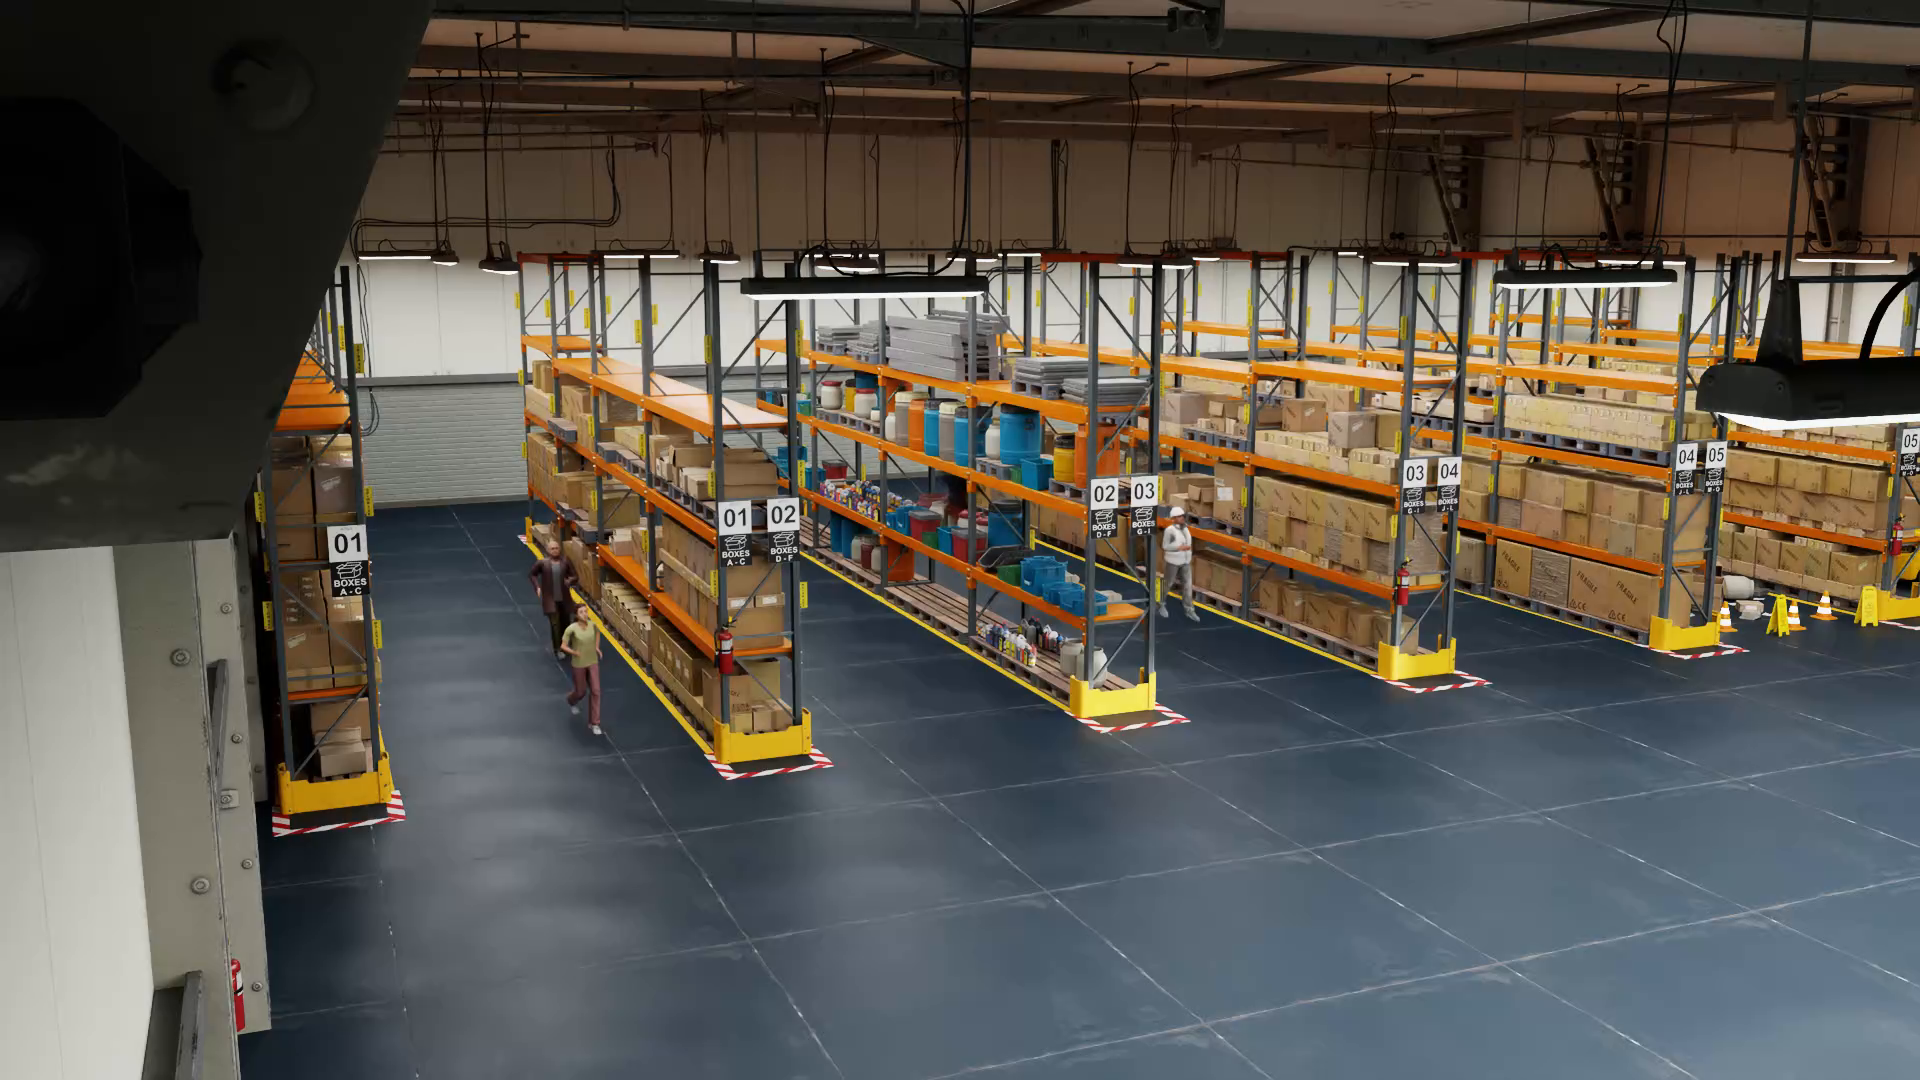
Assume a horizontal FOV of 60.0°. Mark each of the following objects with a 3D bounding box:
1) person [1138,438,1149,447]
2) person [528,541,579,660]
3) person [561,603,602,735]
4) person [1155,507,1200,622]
[{"bbox_3d":[4.434,-2.002,41.363,0.697,1.669,0.702,-10,14,-43],"label":"person"},{"bbox_3d":[-6.148,0.887,25.283,0.719,1.752,0.980,-5,11,-25],"label":"person"},{"bbox_3d":[-4.880,1.626,21.559,0.579,1.672,0.922,-7,12,-33],"label":"person"},{"bbox_3d":[3.486,0.374,26.384,0.518,1.817,0.882,-7,13,-35],"label":"person"}]
